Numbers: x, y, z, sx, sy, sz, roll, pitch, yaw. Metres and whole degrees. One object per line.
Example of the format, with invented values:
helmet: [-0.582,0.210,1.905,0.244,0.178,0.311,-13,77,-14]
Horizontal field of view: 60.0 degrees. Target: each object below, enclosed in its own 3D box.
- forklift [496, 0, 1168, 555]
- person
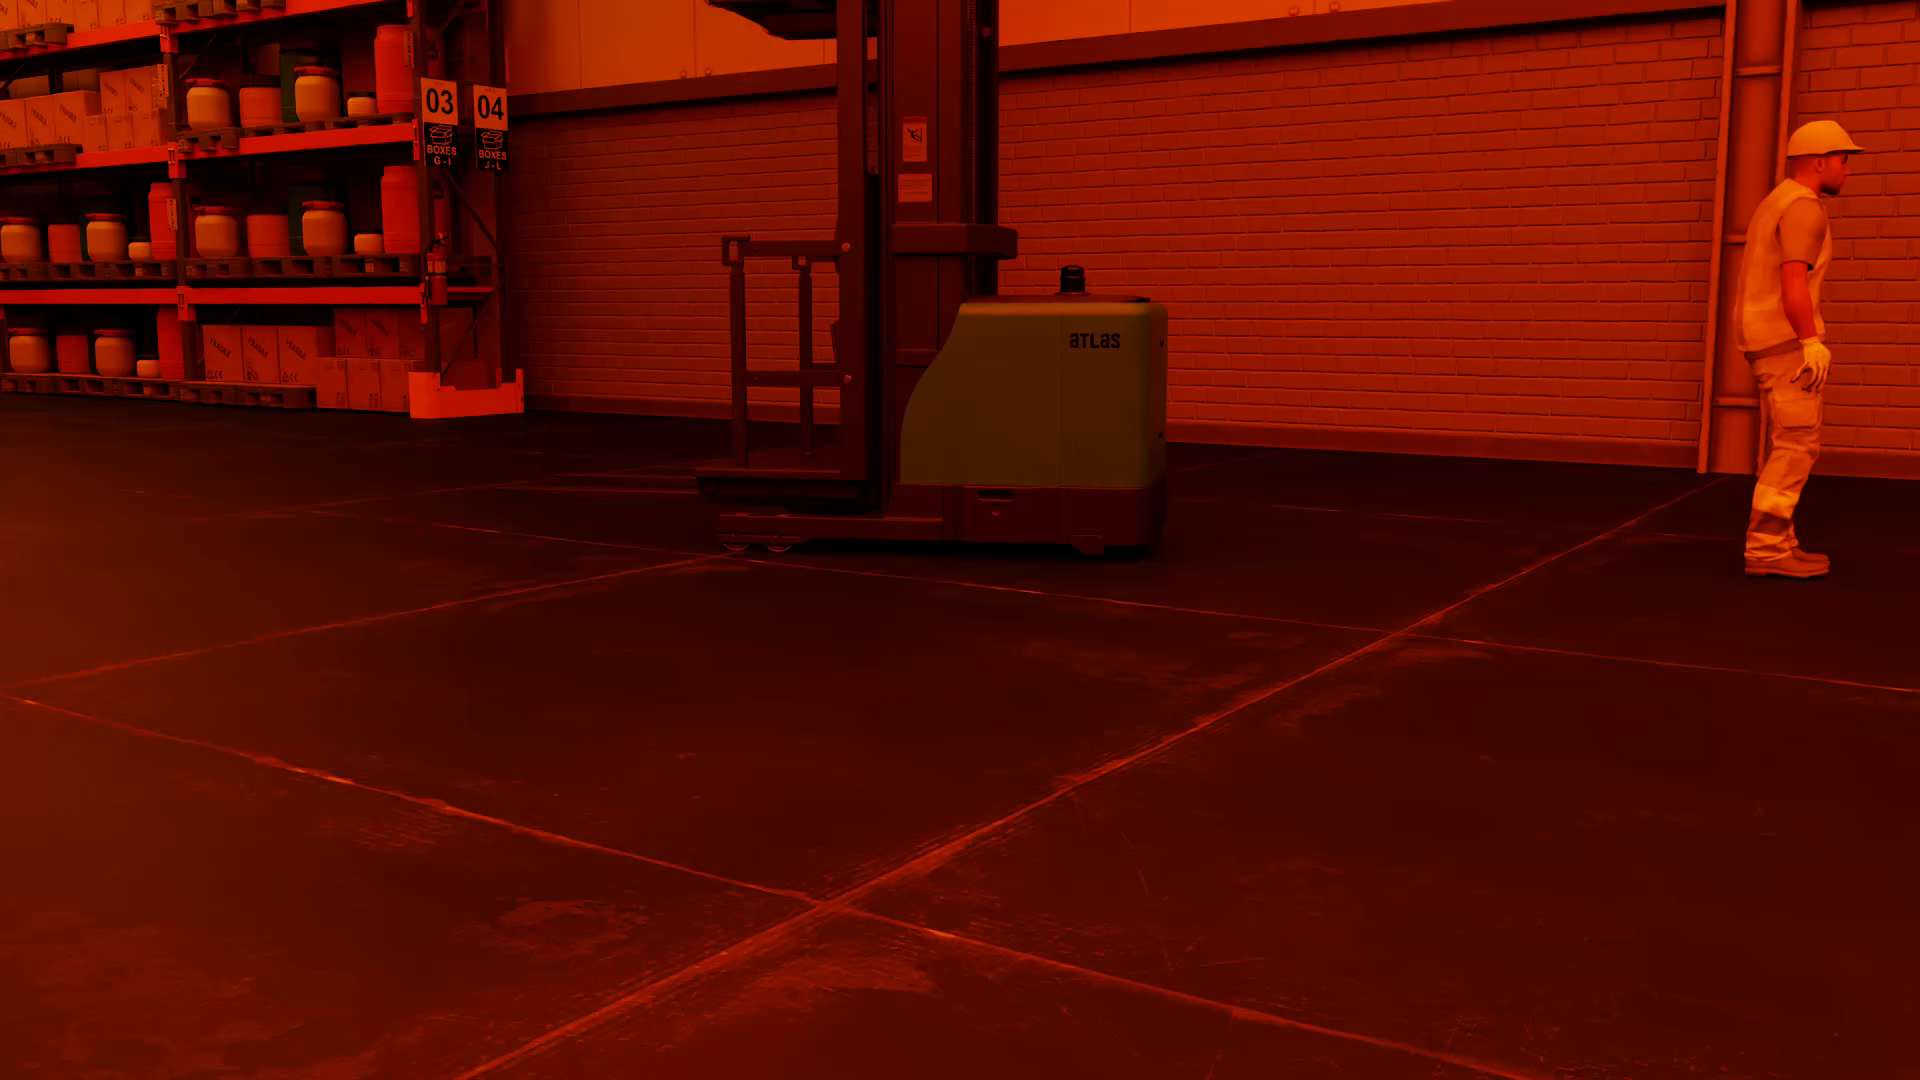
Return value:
forklift: [-0.596,-1.469,7.520,3.031,2.935,1.130,2,8,12]
person: [3.309,-0.748,6.590,0.443,1.784,0.610,2,8,16]
